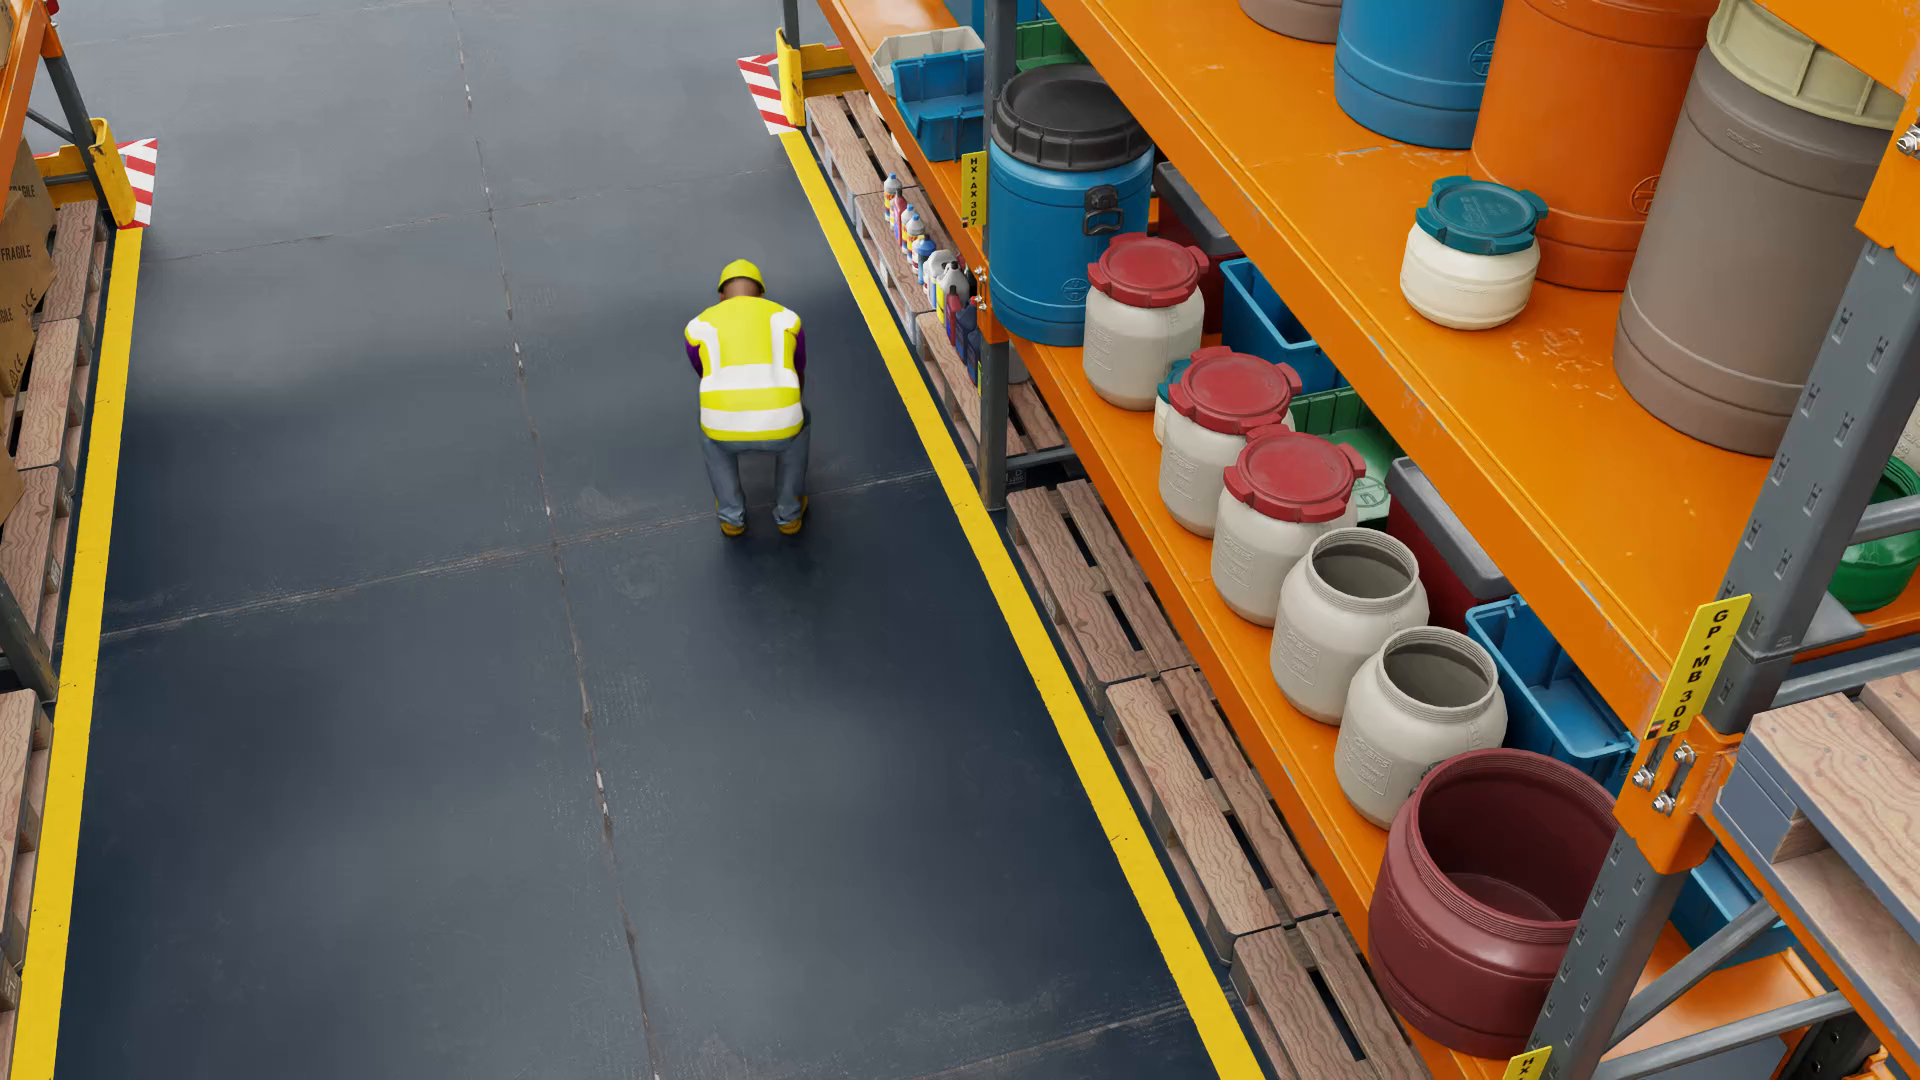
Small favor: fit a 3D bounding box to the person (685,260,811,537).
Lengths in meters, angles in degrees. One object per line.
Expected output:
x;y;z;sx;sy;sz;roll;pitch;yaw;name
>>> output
-0.926;-0.595;7.366;0.523;1.014;0.960;-4;42;-4;person
